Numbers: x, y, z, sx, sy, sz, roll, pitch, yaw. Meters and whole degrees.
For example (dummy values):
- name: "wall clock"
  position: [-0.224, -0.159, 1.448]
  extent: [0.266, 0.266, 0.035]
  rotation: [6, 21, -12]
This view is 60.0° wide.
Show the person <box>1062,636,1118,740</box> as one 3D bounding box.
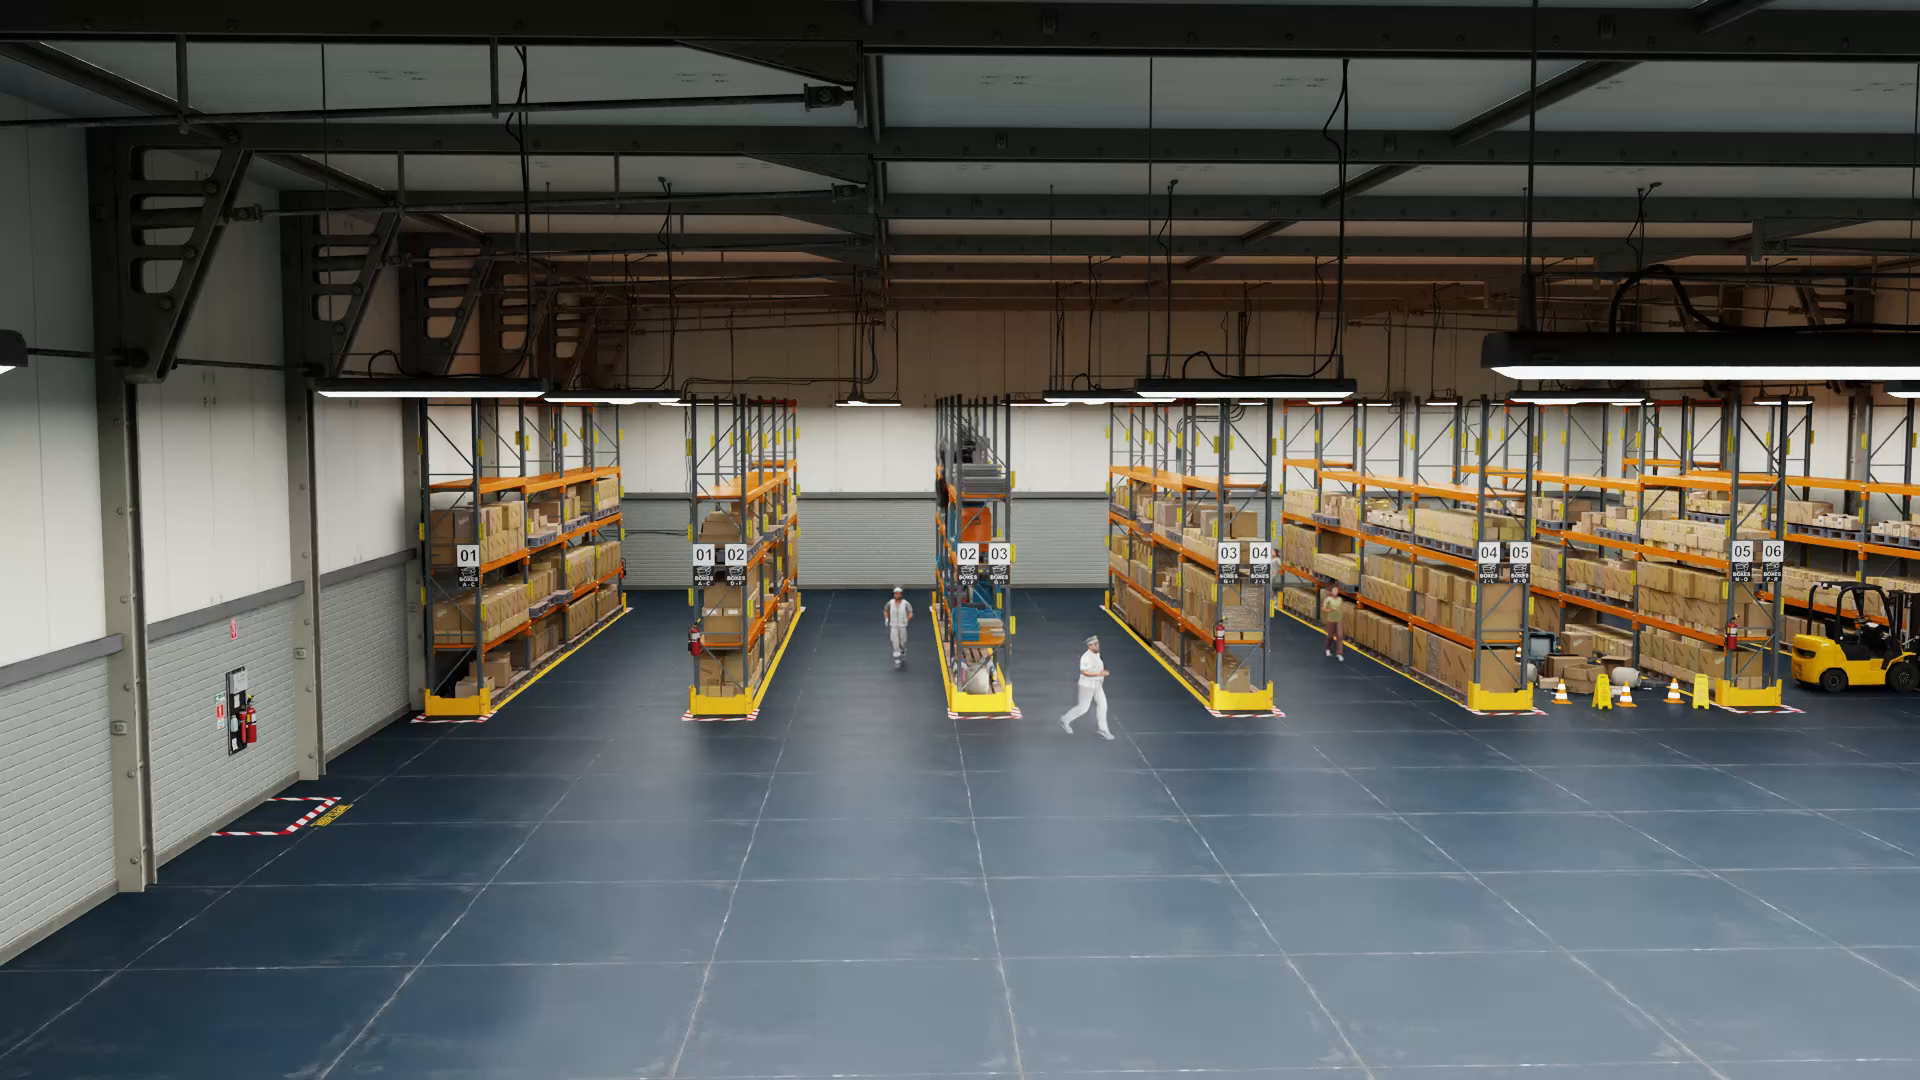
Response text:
- name: "person"
  position: [2.291, 2.561, 28.971]
  extent: [0.974, 1.806, 0.673]
  rotation: [3, 5, 31]

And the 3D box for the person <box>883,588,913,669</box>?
- name: "person"
  position: [-1.382, 1.943, 36.867]
  extent: [0.667, 1.765, 0.739]
  rotation: [0, 4, 2]

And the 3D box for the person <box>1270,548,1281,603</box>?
- name: "person"
  position: [9.095, 1.075, 48.749]
  extent: [0.542, 1.679, 0.636]
  rotation: [-1, 5, -15]

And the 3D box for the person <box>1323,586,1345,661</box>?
- name: "person"
  position: [8.539, 1.869, 37.849]
  extent: [0.577, 1.646, 0.980]
  rotation: [-1, 5, -7]
